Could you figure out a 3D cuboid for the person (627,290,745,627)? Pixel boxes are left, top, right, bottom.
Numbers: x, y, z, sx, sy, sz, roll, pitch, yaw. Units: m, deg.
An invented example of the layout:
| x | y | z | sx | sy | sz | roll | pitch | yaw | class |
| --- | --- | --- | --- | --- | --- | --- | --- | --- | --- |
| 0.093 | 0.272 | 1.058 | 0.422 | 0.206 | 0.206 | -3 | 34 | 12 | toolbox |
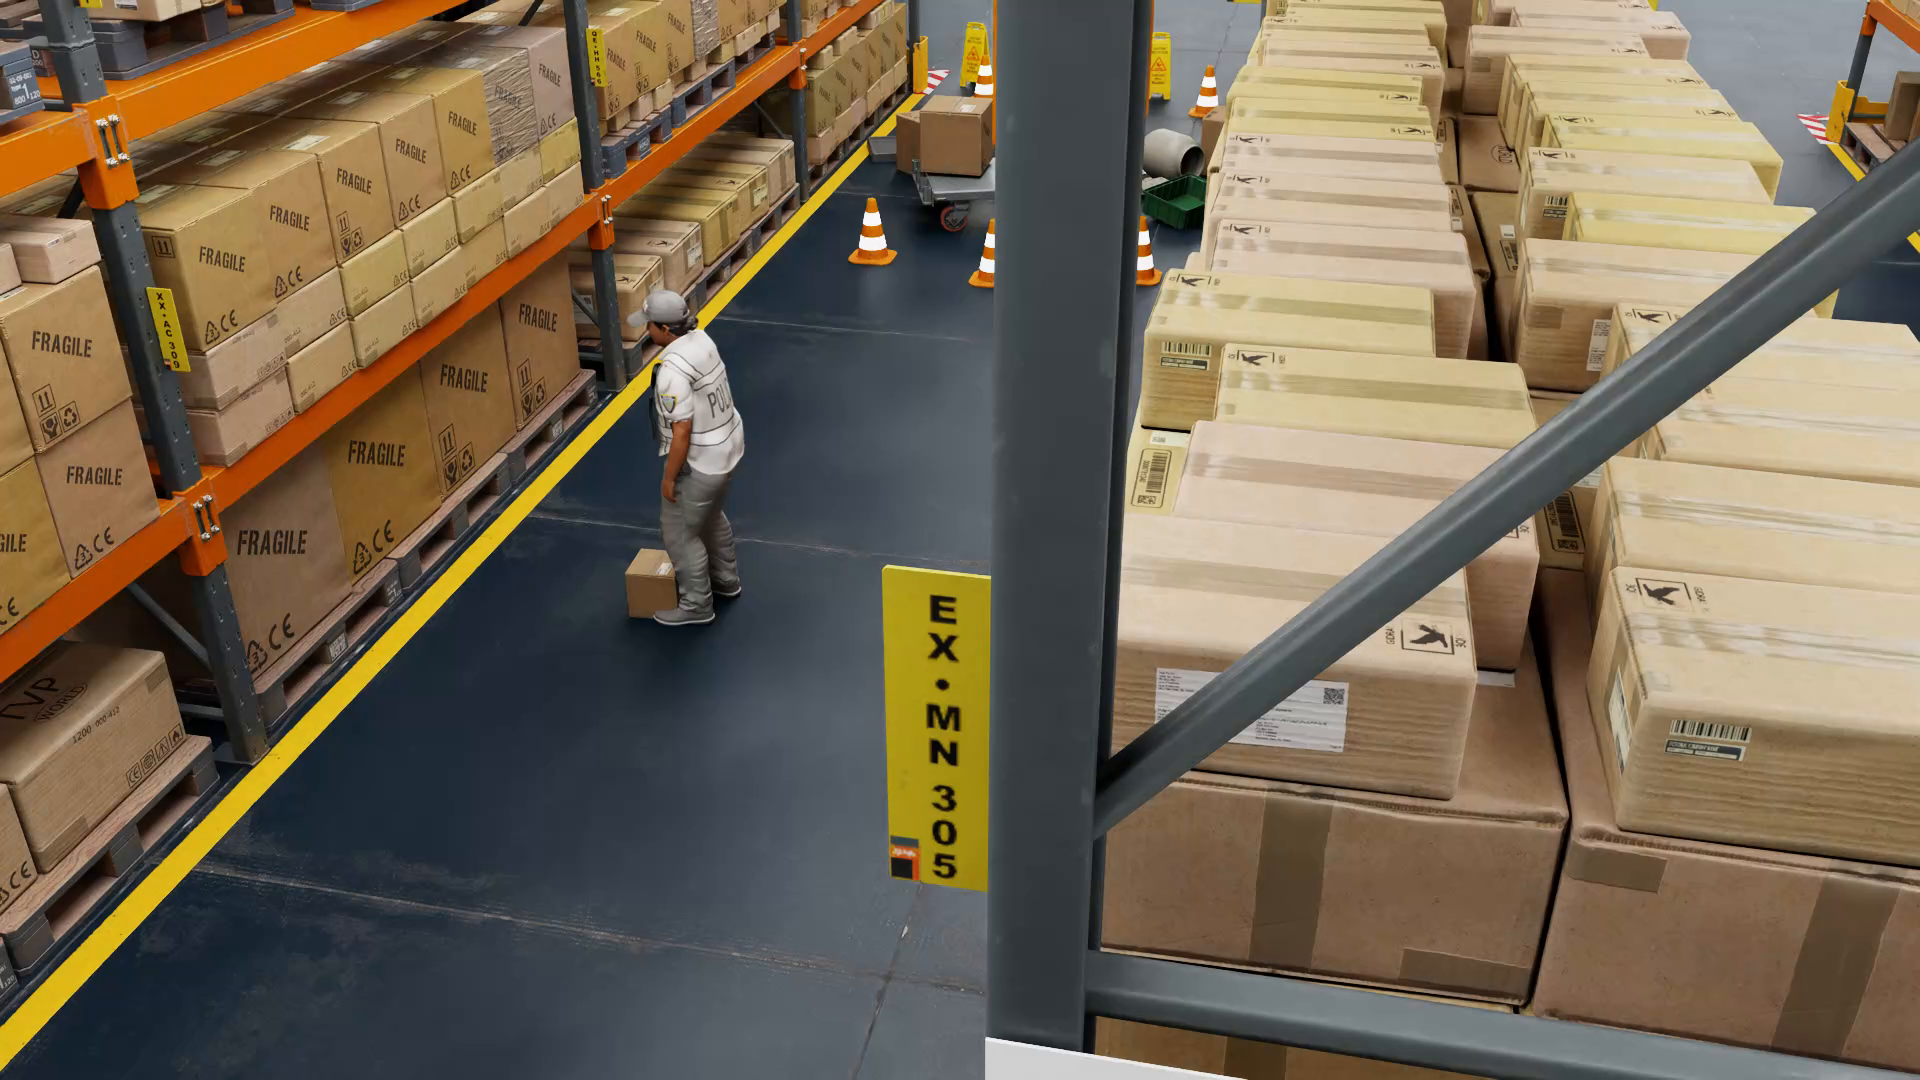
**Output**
| x | y | z | sx | sy | sz | roll | pitch | yaw | class |
| --- | --- | --- | --- | --- | --- | --- | --- | --- | --- |
| -1.260 | -0.385 | 7.813 | 0.465 | 1.666 | 0.538 | 6 | 30 | 11 | person |
